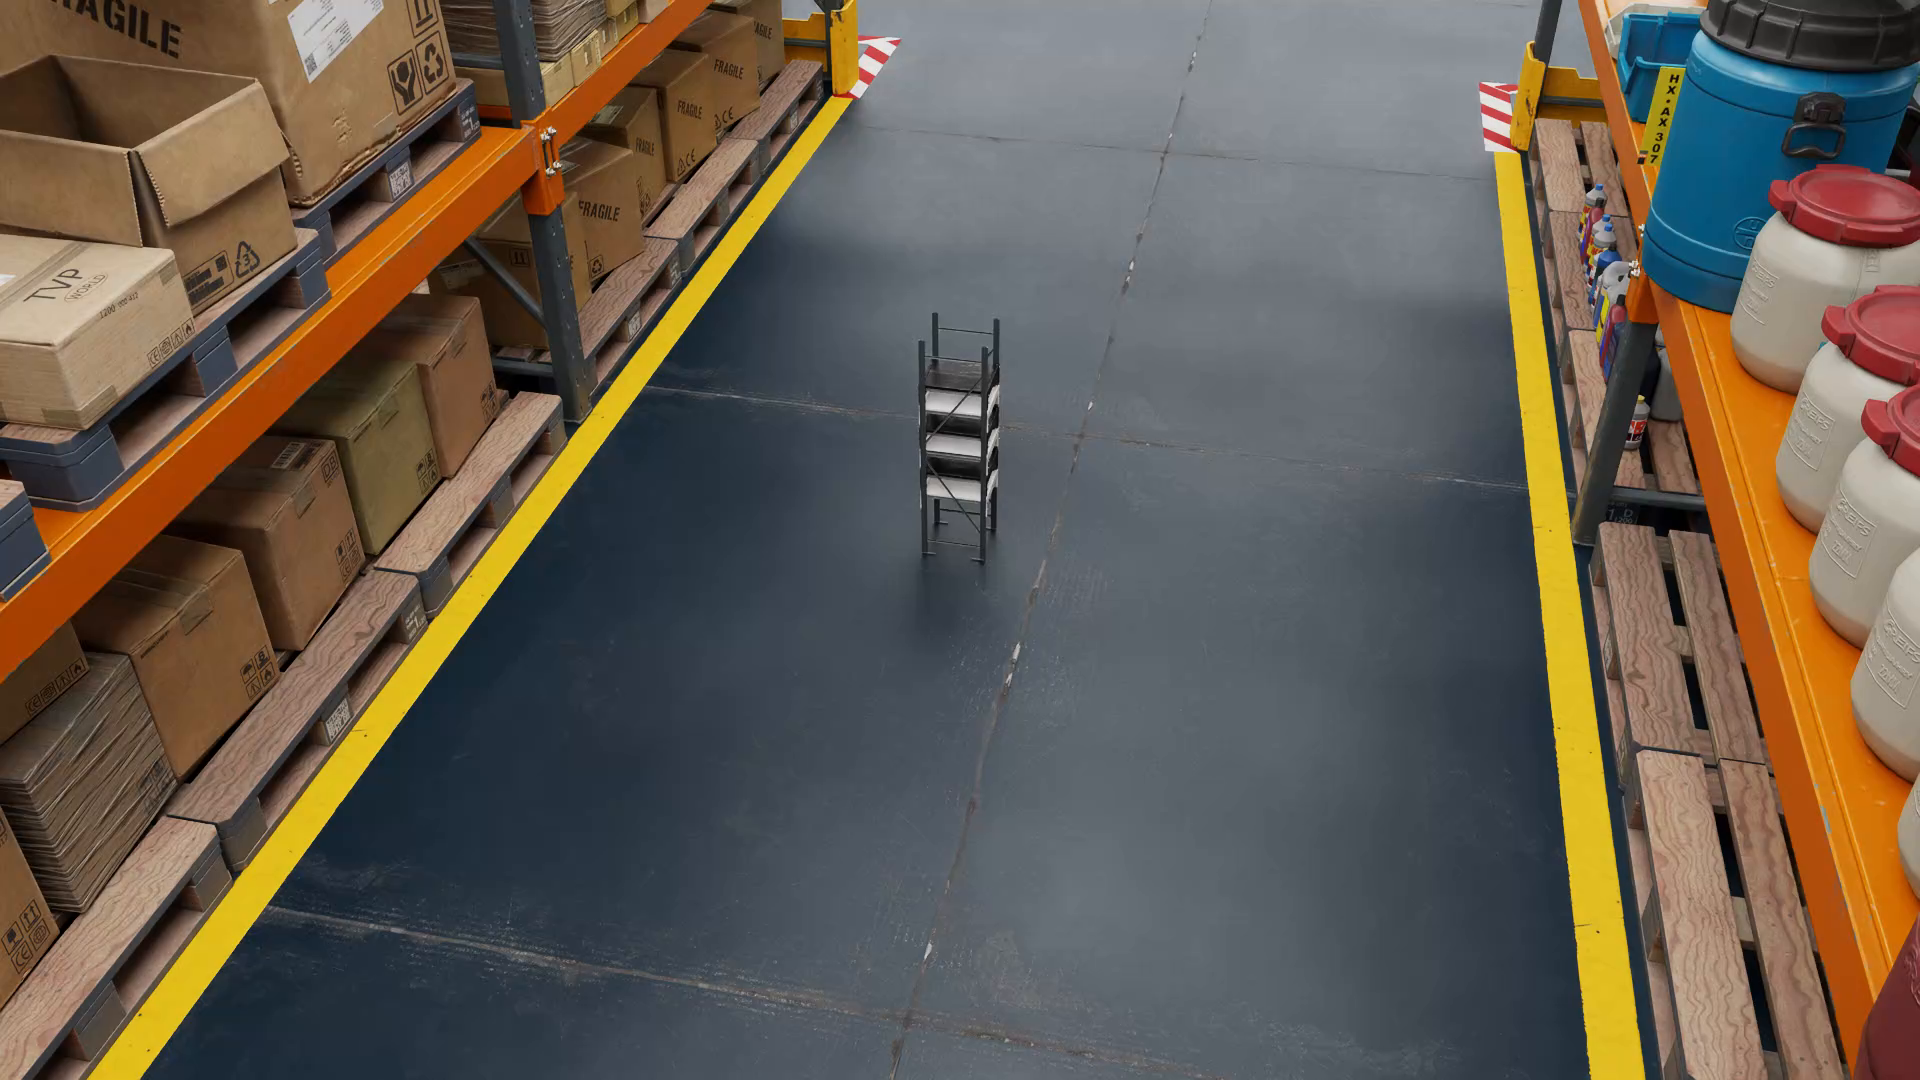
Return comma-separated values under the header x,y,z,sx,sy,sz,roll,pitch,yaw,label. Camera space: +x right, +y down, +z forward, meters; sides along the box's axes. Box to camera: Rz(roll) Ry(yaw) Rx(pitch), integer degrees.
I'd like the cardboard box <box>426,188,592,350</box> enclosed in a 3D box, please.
x,y,z,sx,sy,sz,roll,pitch,yaw,label
-1.923,-1.168,7.077,0.500,0.500,0.500,6,36,9,cardboard box

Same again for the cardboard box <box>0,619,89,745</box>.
x,y,z,sx,sy,sz,roll,pitch,yaw,label
-2.684,0.345,4.334,0.500,0.250,0.500,11,37,15,cardboard box

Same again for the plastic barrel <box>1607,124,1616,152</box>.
x,y,z,sx,sy,sz,roll,pitch,yaw,label
3.580,-2.234,8.538,0.421,0.512,0.421,0,36,0,plastic barrel

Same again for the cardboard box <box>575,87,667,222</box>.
x,y,z,sx,sy,sz,roll,pitch,yaw,label
-1.752,-1.863,8.036,0.500,0.500,0.500,4,36,6,cardboard box

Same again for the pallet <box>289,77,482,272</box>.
x,y,z,sx,sy,sz,roll,pitch,yaw,label
-2.352,-1.288,5.634,1.003,0.211,1.213,7,37,10,pallet

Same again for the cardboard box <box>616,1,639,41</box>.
x,y,z,sx,sy,sz,roll,pitch,yaw,label
-1.571,-2.202,6.947,0.380,0.149,0.250,7,37,10,cardboard box

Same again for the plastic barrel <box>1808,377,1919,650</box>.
x,y,z,sx,sy,sz,roll,pitch,yaw,label
2.124,-0.030,3.620,0.433,0.535,0.433,0,36,0,plastic barrel

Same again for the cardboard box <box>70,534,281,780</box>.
x,y,z,sx,sy,sz,roll,pitch,yaw,label
-2.557,0.310,5.022,0.700,0.500,0.500,10,37,14,cardboard box

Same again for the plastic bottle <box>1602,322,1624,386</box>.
x,y,z,sx,sy,sz,roll,pitch,yaw,label
2.689,-0.786,6.660,0.144,0.351,0.185,6,36,8,plastic bottle

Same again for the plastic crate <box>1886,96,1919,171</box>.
x,y,z,sx,sy,sz,roll,pitch,yaw,label
3.028,-1.424,5.711,0.767,0.338,0.504,7,37,10,plastic crate

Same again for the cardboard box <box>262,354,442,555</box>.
x,y,z,sx,sy,sz,roll,pitch,yaw,label
-2.319,-0.331,5.906,0.700,0.500,0.500,7,37,10,cardboard box

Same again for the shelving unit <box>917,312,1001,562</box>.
x,y,z,sx,sy,sz,roll,pitch,yaw,label
-0.002,-0.360,5.980,0.258,0.900,0.210,7,37,10,shelving unit

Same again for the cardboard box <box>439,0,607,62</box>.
x,y,z,sx,sy,sz,roll,pitch,yaw,label
-1.891,-2.197,6.386,0.875,0.500,0.500,7,37,10,cardboard box

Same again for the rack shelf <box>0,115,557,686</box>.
x,y,z,sx,sy,sz,roll,pitch,yaw,label
-2.474,-0.348,4.787,1.077,0.370,4.000,7,37,10,rack shelf

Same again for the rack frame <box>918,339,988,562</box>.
x,y,z,sx,sy,sz,roll,pitch,yaw,label
-0.023,-0.301,5.899,0.240,0.900,0.006,7,37,10,rack frame

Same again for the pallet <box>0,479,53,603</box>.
x,y,z,sx,sy,sz,roll,pitch,yaw,label
-2.853,0.163,3.632,1.213,0.211,1.003,7,37,10,pallet

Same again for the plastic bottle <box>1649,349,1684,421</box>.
x,y,z,sx,sy,sz,roll,pitch,yaw,label
2.788,-0.657,6.483,0.144,0.351,0.185,7,37,10,plastic bottle

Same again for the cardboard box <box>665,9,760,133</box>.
x,y,z,sx,sy,sz,roll,pitch,yaw,label
-1.437,-2.534,8.962,0.500,0.500,0.500,17,39,22,cardboard box

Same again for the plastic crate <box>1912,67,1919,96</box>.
x,y,z,sx,sy,sz,roll,pitch,yaw,label
3.357,-1.822,6.388,0.450,0.188,0.662,7,37,10,plastic crate

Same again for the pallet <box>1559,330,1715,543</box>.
x,y,z,sx,sy,sz,roll,pitch,yaw,label
2.976,-0.415,6.643,1.003,0.211,1.213,7,37,10,pallet

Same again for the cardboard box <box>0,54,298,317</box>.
x,y,z,sx,sy,sz,roll,pitch,yaw,label
-2.327,-0.992,4.617,0.797,0.503,0.637,11,37,15,cardboard box

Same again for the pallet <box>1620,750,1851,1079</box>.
x,y,z,sx,sy,sz,roll,pitch,yaw,label
2.403,1.121,4.523,1.003,0.211,1.213,7,37,10,pallet

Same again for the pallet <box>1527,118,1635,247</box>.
x,y,z,sx,sy,sz,roll,pitch,yaw,label
3.497,-1.814,8.573,1.003,0.211,1.213,7,37,10,pallet

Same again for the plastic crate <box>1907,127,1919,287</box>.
x,y,z,sx,sy,sz,roll,pitch,yaw,label
2.987,-0.875,4.846,0.402,0.464,0.583,7,37,10,plastic crate

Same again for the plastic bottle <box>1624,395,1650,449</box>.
x,y,z,sx,sy,sz,roll,pitch,yaw,label
2.565,-0.457,6.334,0.097,0.201,0.097,0,36,0,plastic bottle

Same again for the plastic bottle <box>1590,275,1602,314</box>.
x,y,z,sx,sy,sz,roll,pitch,yaw,label
2.795,-1.074,7.186,0.097,0.201,0.097,0,36,0,plastic bottle

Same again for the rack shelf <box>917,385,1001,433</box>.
x,y,z,sx,sy,sz,roll,pitch,yaw,label
-0.002,-0.478,5.893,0.258,0.077,0.200,7,37,10,rack shelf

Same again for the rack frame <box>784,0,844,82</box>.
x,y,z,sx,sy,sz,roll,pitch,yaw,label
-1.193,-4.079,9.322,1.000,3.000,0.127,7,37,10,rack frame

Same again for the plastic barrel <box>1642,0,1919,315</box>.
x,y,z,sx,sy,sz,roll,pitch,yaw,label
2.413,-1.184,4.901,0.600,0.901,0.708,7,37,10,plastic barrel

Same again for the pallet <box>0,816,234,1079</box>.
x,y,z,sx,sy,sz,roll,pitch,yaw,label
-2.733,1.189,4.430,1.003,0.211,1.213,7,37,10,pallet

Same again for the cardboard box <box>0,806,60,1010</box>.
x,y,z,sx,sy,sz,roll,pitch,yaw,label
-2.778,0.955,4.131,0.700,0.500,0.500,5,36,8,cardboard box

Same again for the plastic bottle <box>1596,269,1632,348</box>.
x,y,z,sx,sy,sz,roll,pitch,yaw,label
2.758,-0.971,6.916,0.144,0.351,0.185,7,37,10,plastic bottle

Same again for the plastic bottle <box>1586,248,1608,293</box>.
x,y,z,sx,sy,sz,roll,pitch,yaw,label
2.839,-1.192,7.348,0.097,0.201,0.097,0,36,0,plastic bottle

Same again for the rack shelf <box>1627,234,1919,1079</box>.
x,y,z,sx,sy,sz,roll,pitch,yaw,label
2.364,0.273,3.930,1.077,0.370,4.000,7,37,10,rack shelf

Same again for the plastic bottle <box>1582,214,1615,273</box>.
x,y,z,sx,sy,sz,roll,pitch,yaw,label
2.881,-1.334,7.485,0.097,0.271,0.097,0,36,0,plastic bottle

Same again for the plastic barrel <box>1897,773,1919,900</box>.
x,y,z,sx,sy,sz,roll,pitch,yaw,label
1.948,0.467,2.955,0.421,0.512,0.421,0,36,0,plastic barrel

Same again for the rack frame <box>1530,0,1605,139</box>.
x,y,z,sx,sy,sz,roll,pitch,yaw,label
3.646,-3.458,8.465,1.000,3.000,0.127,7,37,10,rack frame

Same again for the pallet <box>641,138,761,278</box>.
x,y,z,sx,sy,sz,roll,pitch,yaw,label
-1.680,-1.747,8.481,1.003,0.211,1.213,7,37,10,pallet

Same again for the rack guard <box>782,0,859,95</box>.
x,y,z,sx,sy,sz,roll,pitch,yaw,label
-1.209,-3.023,9.995,1.175,0.500,0.348,7,37,10,rack guard

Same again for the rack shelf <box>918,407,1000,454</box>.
x,y,z,sx,sy,sz,roll,pitch,yaw,label
-0.002,-0.406,5.946,0.258,0.077,0.200,7,37,10,rack shelf

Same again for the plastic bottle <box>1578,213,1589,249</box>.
x,y,z,sx,sy,sz,roll,pitch,yaw,label
2.932,-1.443,7.695,0.097,0.201,0.097,0,36,0,plastic bottle

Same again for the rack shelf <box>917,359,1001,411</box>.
x,y,z,sx,sy,sz,roll,pitch,yaw,label
-0.002,-0.551,5.841,0.258,0.077,0.200,7,37,10,rack shelf

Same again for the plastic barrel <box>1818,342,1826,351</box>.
x,y,z,sx,sy,sz,roll,pitch,yaw,label
2.359,-0.369,4.321,0.301,0.262,0.301,0,36,0,plastic barrel

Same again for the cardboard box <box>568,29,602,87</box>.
x,y,z,sx,sy,sz,roll,pitch,yaw,label
-1.641,-1.911,6.545,0.380,0.149,0.250,7,37,10,cardboard box
